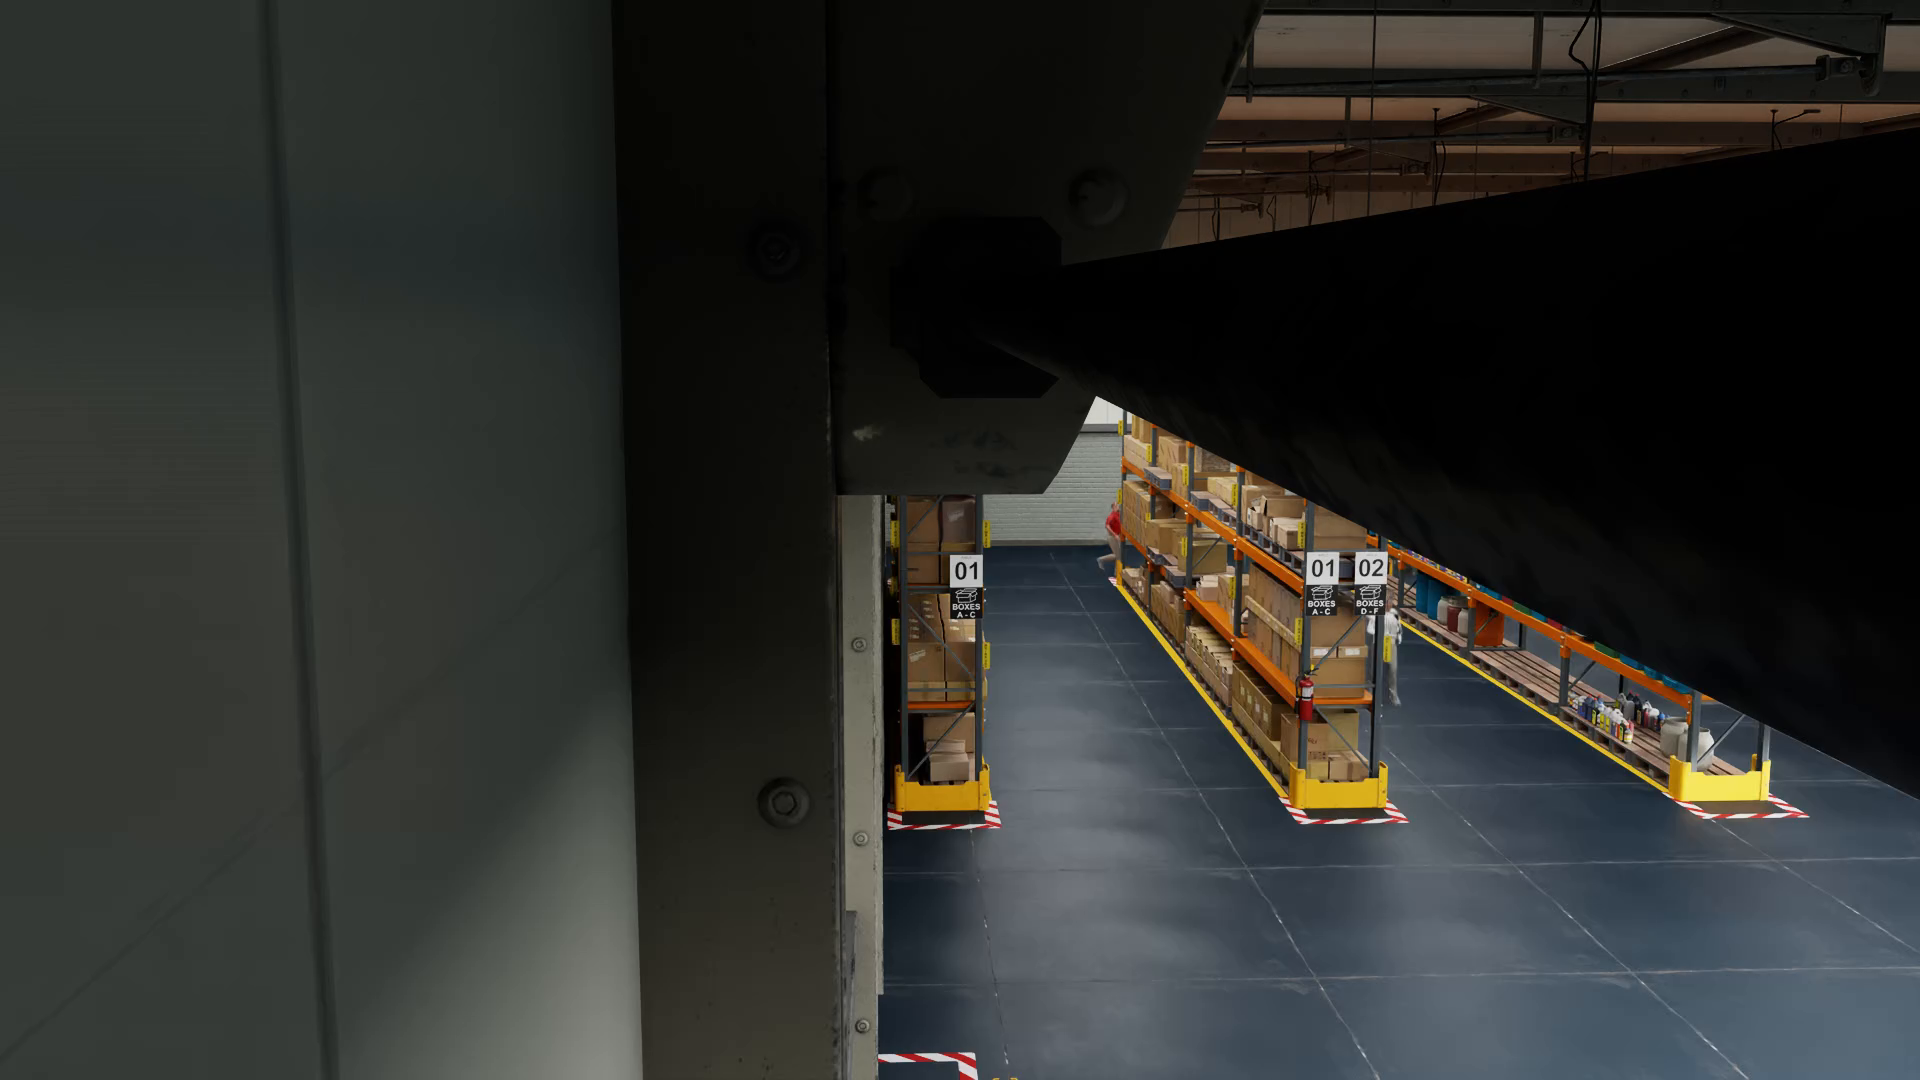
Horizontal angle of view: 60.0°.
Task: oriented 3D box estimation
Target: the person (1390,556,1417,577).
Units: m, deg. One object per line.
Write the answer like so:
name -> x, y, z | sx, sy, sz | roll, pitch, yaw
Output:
person -> 9.955, 0.001, 37.532 | 0.844, 1.647, 0.562 | 5, 10, 30

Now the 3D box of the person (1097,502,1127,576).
person -> 3.476, -0.031, 37.547 | 0.710, 1.683, 0.670 | 3, 9, 18

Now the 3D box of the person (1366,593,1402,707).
person -> 6.634, 1.664, 25.986 | 0.635, 1.732, 0.839 | -2, 9, -12
